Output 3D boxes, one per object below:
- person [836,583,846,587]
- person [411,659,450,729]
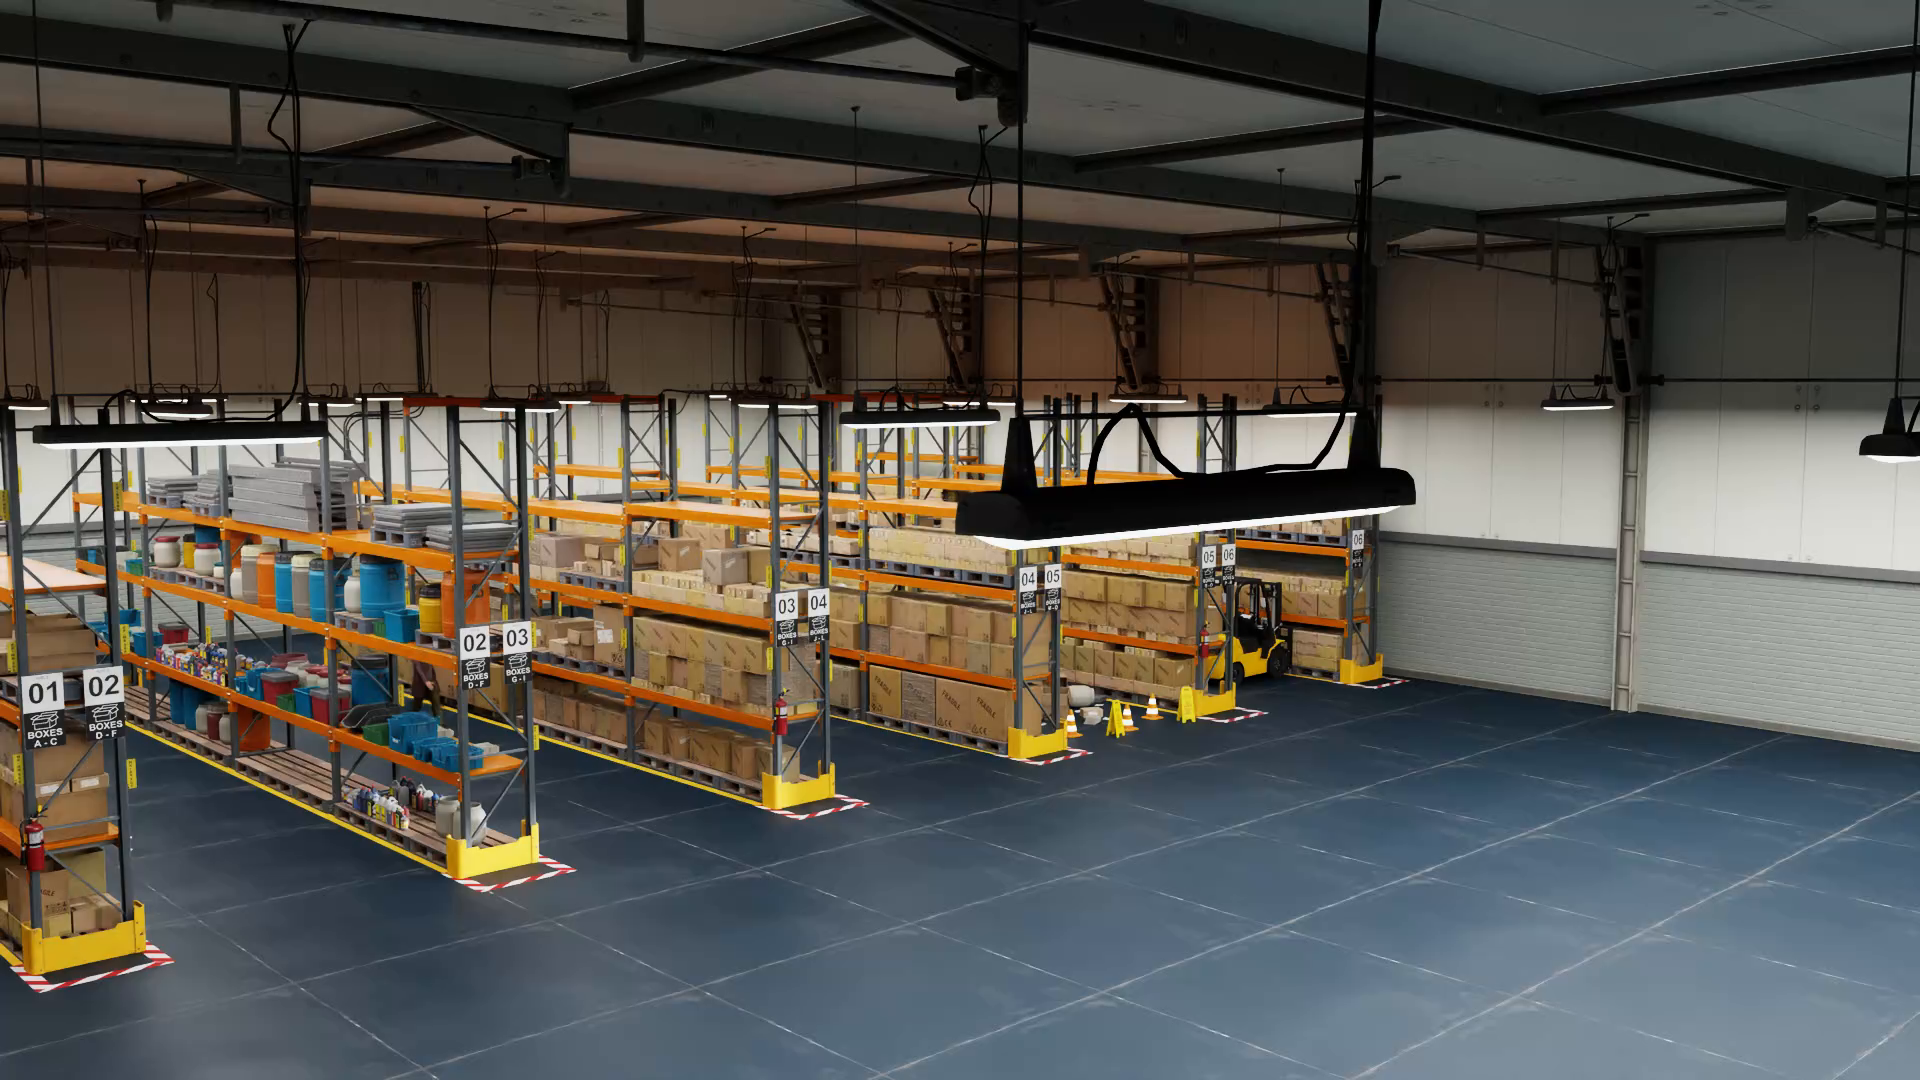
[{"bbox_3d":[-2.409,1.775,35.086,0.693,1.756,0.516,2,6,17],"label":"person"},{"bbox_3d":[-9.595,2.558,29.885,1.047,1.728,0.522,5,8,44],"label":"person"}]
